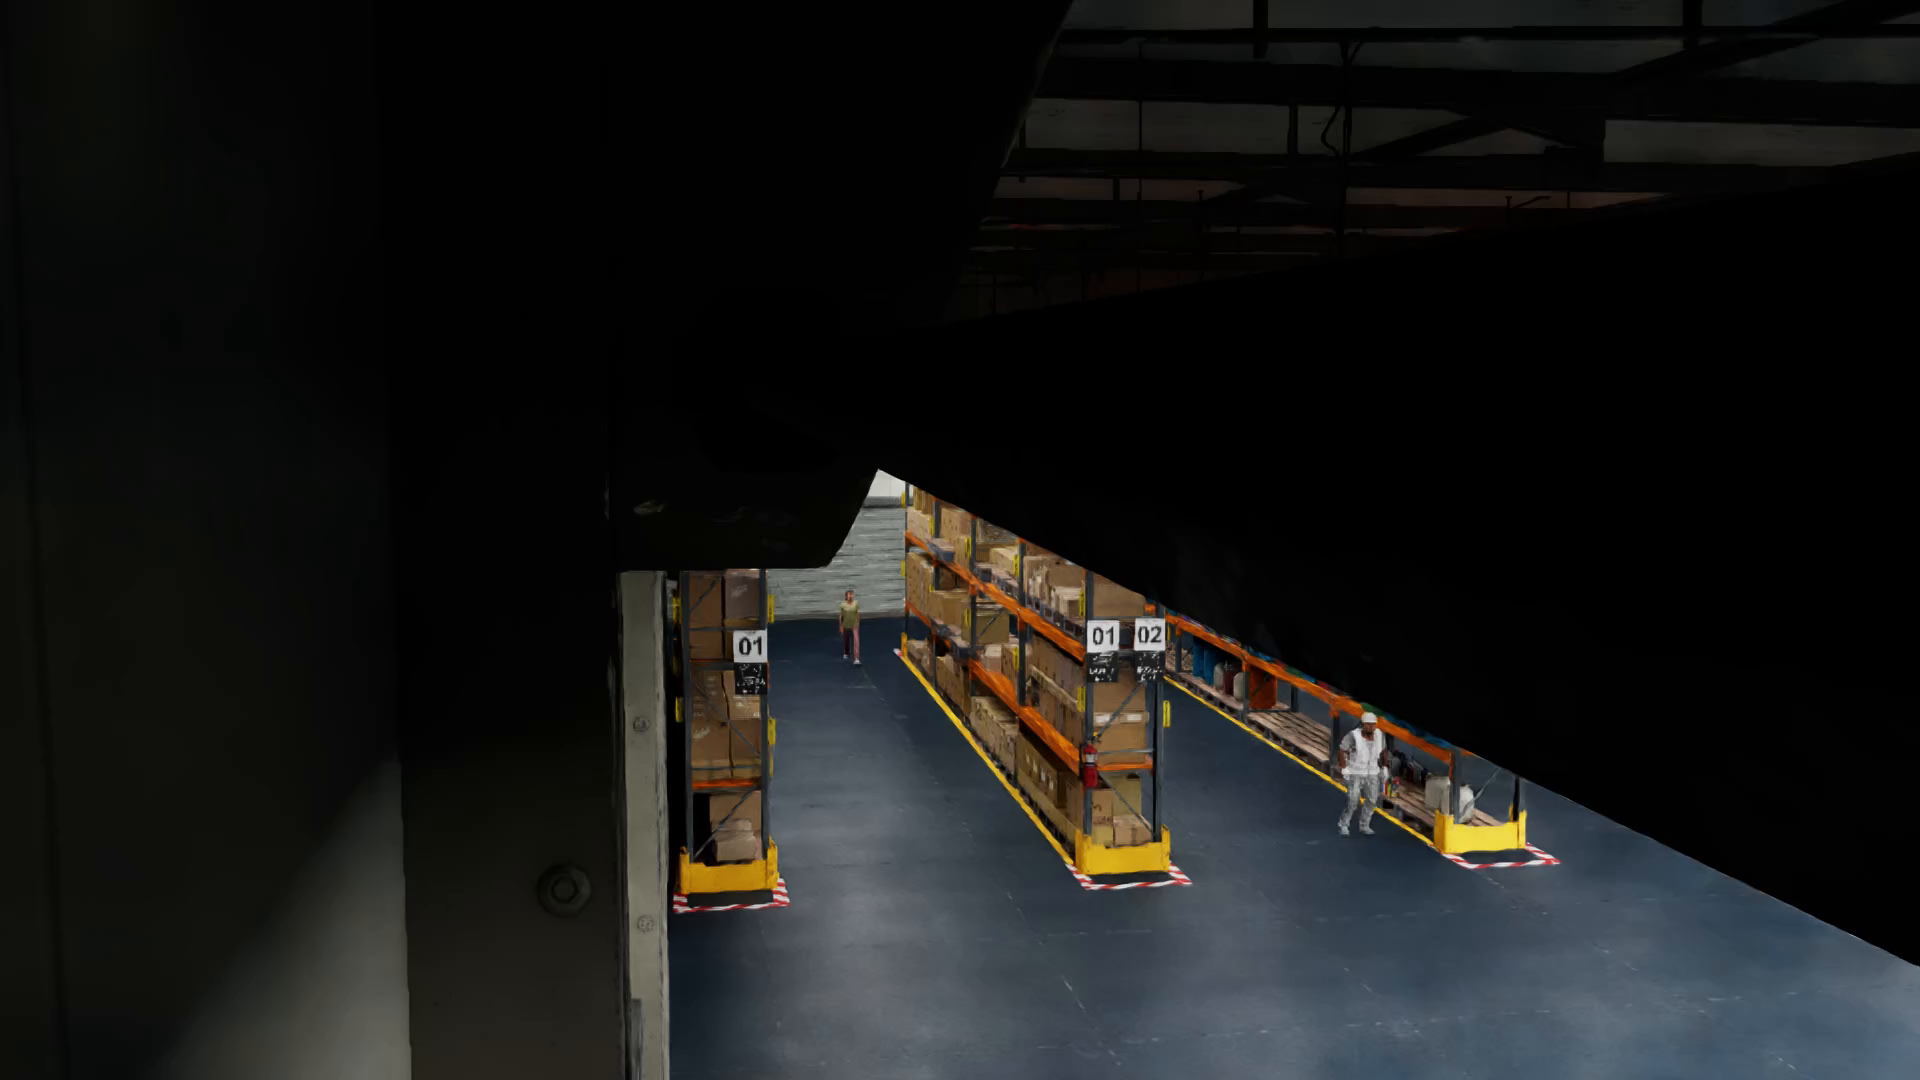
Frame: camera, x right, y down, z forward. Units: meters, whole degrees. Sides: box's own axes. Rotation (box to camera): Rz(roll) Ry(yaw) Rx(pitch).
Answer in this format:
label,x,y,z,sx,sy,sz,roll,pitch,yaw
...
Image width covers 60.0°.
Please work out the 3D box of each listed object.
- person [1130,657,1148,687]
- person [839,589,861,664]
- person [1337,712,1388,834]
label,x,y,z,sx,sy,sz,roll,pitch,yaw
person,3.462,2.034,32.959,0.547,1.741,0.641,1,6,7
person,-2.371,1.832,35.619,0.448,1.590,1.110,-1,6,-8
person,5.438,3.150,22.451,0.690,1.735,0.549,-1,6,-11
